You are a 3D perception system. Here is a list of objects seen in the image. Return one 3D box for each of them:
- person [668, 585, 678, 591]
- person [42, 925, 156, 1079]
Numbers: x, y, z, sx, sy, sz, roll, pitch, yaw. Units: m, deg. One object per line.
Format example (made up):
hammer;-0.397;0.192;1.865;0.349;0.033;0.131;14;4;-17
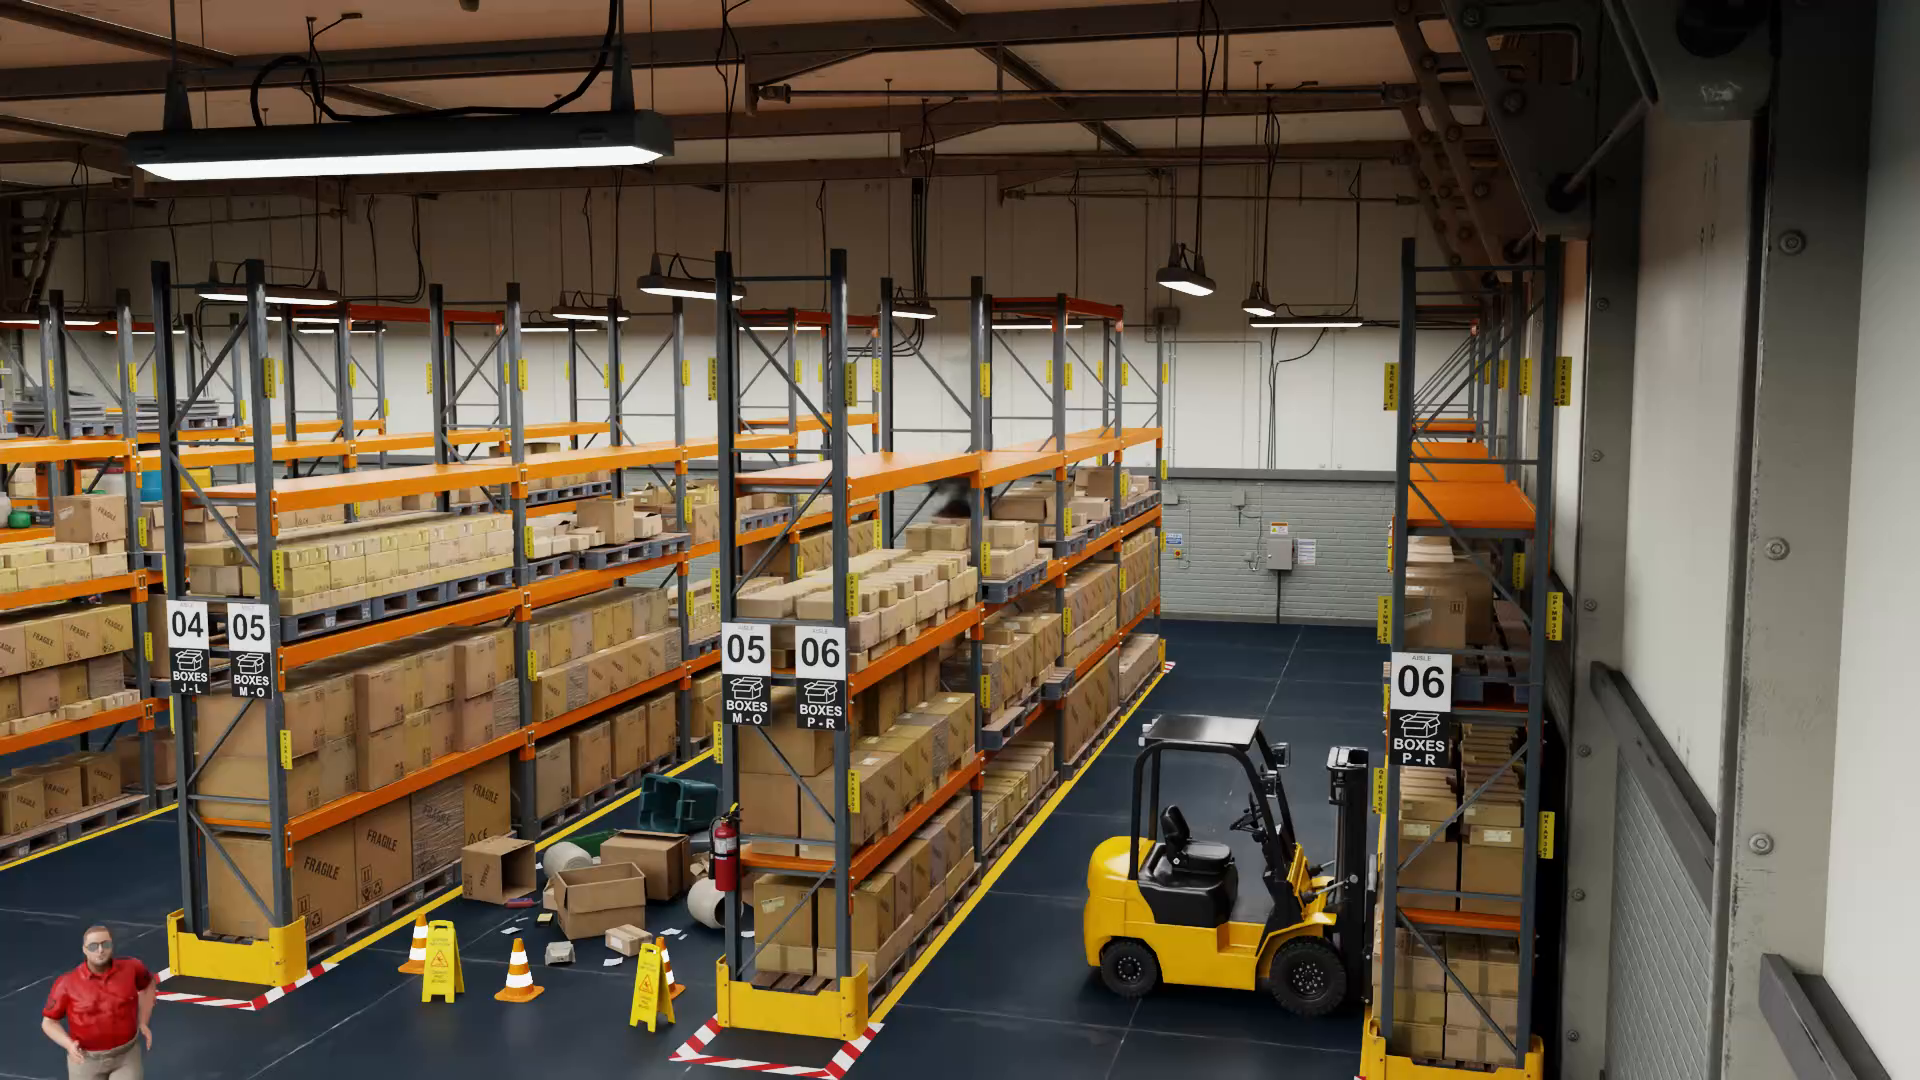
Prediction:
person;-4.419;1.551;26.163;0.690;1.726;0.741;2;6;15
person;-5.326;3.239;10.360;0.663;1.729;0.888;-4;7;-36
